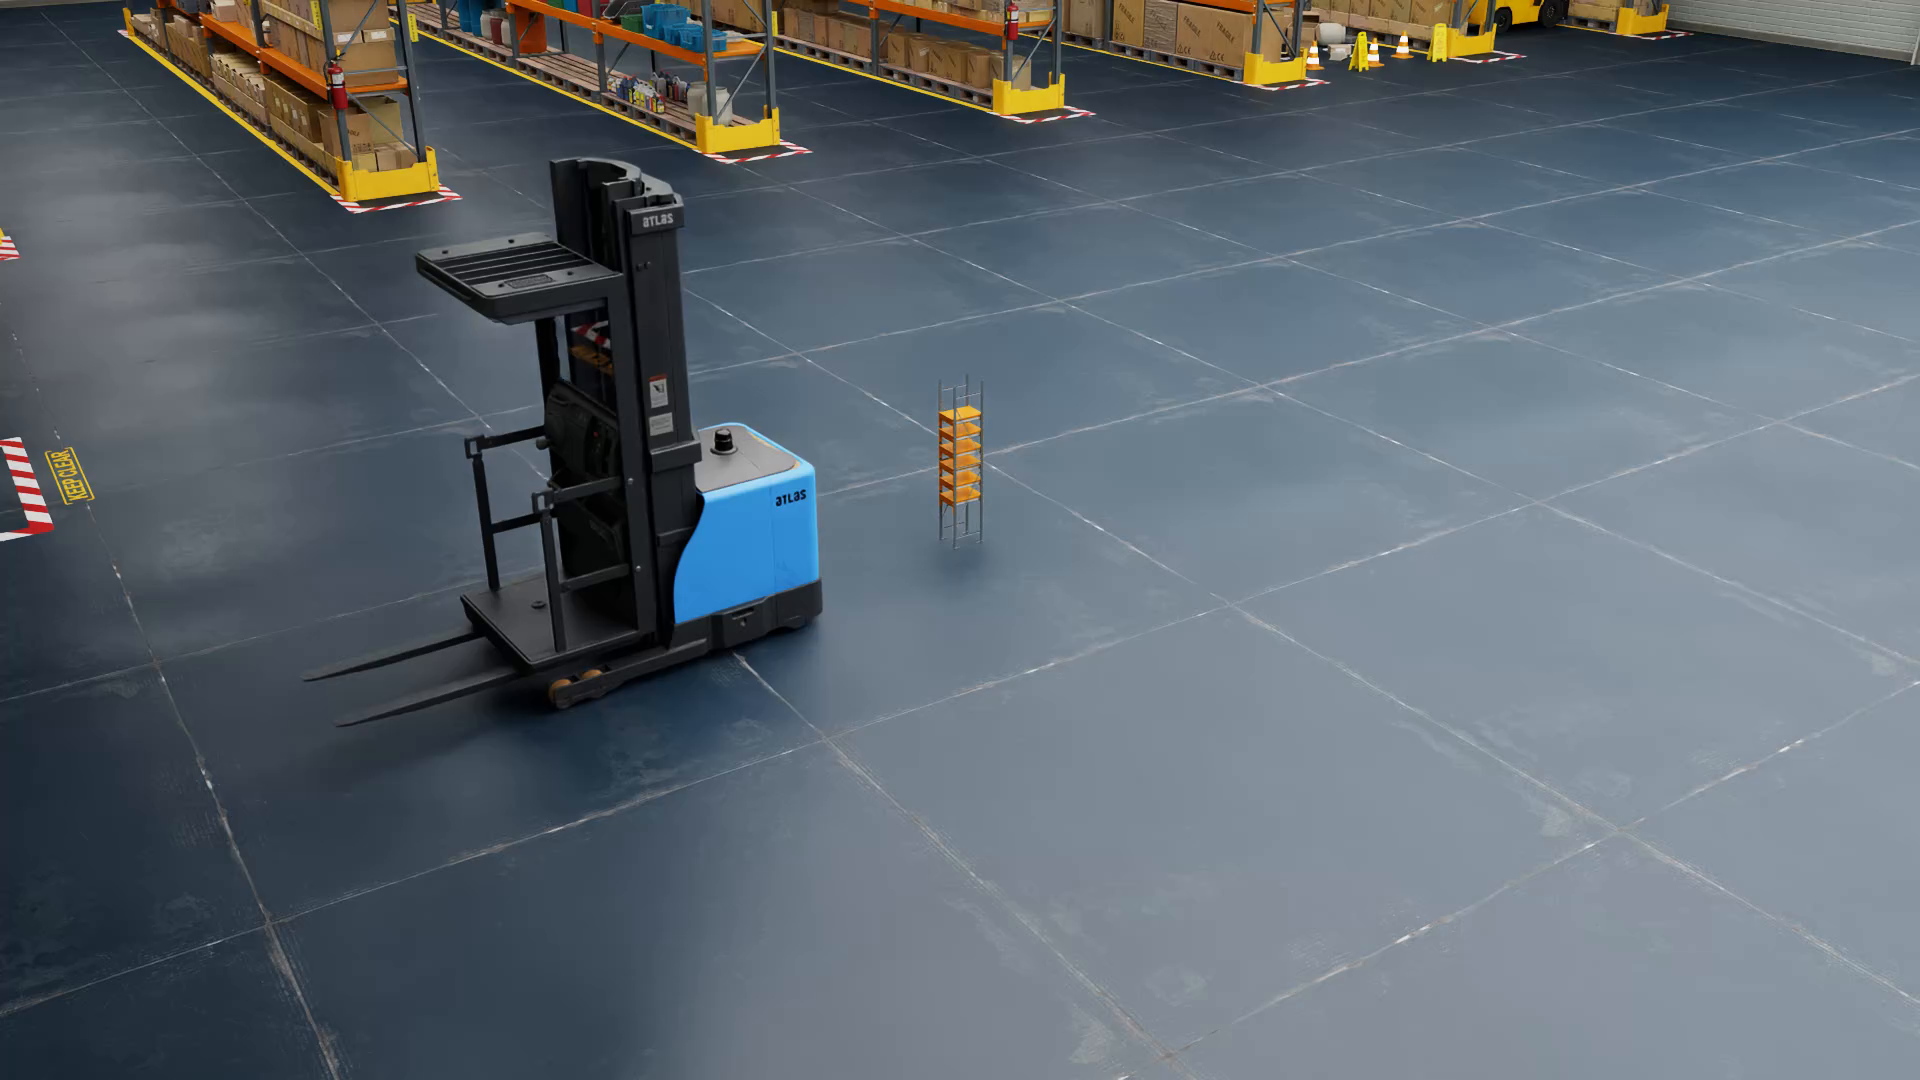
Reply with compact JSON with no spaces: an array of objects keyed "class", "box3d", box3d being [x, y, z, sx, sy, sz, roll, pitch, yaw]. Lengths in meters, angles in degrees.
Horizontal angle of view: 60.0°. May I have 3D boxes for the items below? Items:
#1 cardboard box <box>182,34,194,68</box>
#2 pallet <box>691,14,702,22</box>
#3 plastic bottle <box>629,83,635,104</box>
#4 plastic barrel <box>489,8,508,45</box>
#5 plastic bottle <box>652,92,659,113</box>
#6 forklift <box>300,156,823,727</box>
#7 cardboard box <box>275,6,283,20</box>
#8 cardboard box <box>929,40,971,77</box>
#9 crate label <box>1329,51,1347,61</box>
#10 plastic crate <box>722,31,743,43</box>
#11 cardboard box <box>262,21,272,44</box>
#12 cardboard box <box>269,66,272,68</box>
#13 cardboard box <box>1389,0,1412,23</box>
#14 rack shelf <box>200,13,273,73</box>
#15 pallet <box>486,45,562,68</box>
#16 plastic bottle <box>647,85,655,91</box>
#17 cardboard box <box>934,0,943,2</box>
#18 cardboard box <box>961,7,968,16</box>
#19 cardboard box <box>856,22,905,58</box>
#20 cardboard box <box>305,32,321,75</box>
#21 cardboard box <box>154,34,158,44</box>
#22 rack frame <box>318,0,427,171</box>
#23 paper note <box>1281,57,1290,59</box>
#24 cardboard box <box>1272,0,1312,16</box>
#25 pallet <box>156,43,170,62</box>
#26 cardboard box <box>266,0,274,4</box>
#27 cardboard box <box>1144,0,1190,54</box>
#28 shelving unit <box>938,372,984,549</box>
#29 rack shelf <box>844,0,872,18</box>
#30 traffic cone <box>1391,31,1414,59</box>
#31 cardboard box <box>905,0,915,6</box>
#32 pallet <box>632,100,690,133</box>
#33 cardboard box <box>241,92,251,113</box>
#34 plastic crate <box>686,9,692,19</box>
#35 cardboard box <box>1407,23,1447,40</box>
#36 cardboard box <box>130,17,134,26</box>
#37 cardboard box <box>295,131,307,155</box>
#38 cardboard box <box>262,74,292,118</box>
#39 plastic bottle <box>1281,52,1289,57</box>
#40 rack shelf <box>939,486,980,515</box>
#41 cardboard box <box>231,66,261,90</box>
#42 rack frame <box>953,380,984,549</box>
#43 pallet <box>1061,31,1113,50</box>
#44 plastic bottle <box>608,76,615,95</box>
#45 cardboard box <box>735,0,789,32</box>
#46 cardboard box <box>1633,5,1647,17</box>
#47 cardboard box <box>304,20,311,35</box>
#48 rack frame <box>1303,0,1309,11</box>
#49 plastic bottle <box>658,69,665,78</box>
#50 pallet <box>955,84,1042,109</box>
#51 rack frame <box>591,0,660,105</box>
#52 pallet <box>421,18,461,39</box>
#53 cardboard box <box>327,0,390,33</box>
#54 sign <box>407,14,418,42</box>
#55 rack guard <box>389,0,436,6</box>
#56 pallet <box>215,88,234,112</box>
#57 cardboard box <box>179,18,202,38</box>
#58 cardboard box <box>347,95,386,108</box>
[{"class":"cardboard box","box3d":[-12.838,-8.316,28.228,0.500,0.500,0.500,-17,30,-31]},{"class":"pallet","box3d":[-4.954,-10.815,34.375,1.003,0.211,1.213,-16,29,-30]},{"class":"plastic bottle","box3d":[-4.970,-6.768,25.201,0.061,0.283,0.133,-14,29,-27]},{"class":"plastic barrel","box3d":[-8.303,-9.424,30.494,0.600,0.588,0.708,-16,29,-30]},{"class":"plastic bottle","box3d":[-4.487,-6.451,24.530,0.061,0.283,0.133,-15,29,-28]},{"class":"forklift","box3d":[-2.364,-0.604,9.559,3.031,2.935,1.130,-17,30,-32]},{"class":"cardboard box","box3d":[-8.965,-7.088,22.336,0.380,0.149,0.250,-16,30,-30]},{"class":"cardboard box","box3d":[-0.163,-7.973,27.525,0.500,0.500,0.500,-19,31,-34]},{"class":"crate label","box3d":[6.874,-8.797,30.186,0.298,0.136,0.250,12,28,24]},{"class":"plastic crate","box3d":[-3.257,-7.164,23.683,0.298,0.136,0.250,-16,29,-30]},{"class":"cardboard box","box3d":[-9.679,-7.264,23.761,0.500,0.250,0.500,-14,28,-26]},{"class":"cardboard box","box3d":[-10.502,-7.301,25.737,0.500,0.311,0.500,-16,30,-30]},{"class":"cardboard box","box3d":[8.472,-10.049,31.336,0.500,0.500,0.500,-14,29,-28]},{"class":"rack shelf","box3d":[-10.465,-7.556,25.047,1.077,0.370,4.000,-16,29,-30]},{"class":"pallet","box3d":[-7.870,-8.761,30.023,1.003,0.211,1.213,-16,29,-30]},{"class":"plastic bottle","box3d":[-4.683,-6.725,25.119,0.152,0.276,0.135,-16,29,-30]},{"class":"cardboard box","box3d":[-0.038,-8.946,26.685,0.875,0.500,0.500,-16,29,-30]},{"class":"cardboard box","box3d":[0.243,-8.342,26.163,0.380,0.149,0.250,-16,29,-30]},{"class":"cardboard box","box3d":[-1.389,-8.766,29.181,0.700,0.500,0.500,-18,31,-33]},{"class":"cardboard box","box3d":[-7.991,-6.316,21.461,0.700,0.500,0.500,-15,29,-29]},{"class":"cardboard box","box3d":[-14.544,-9.195,30.500,0.380,0.149,0.250,-16,29,-30]},{"class":"rack frame","box3d":[-7.190,-5.735,20.347,1.000,3.000,0.127,-16,29,-30]},{"class":"paper note","box3d":[5.912,-8.760,30.236,0.144,0.017,0.142,-6,26,-12]},{"class":"cardboard box","box3d":[6.943,-10.971,34.025,0.950,0.372,0.625,-15,29,-29]},{"class":"pallet","box3d":[-14.115,-9.012,30.555,1.003,0.211,1.213,-16,29,-30]},{"class":"cardboard box","box3d":[-9.126,-7.640,22.747,0.700,0.500,0.500,-15,29,-29]},{"class":"cardboard box","box3d":[3.919,-9.259,29.809,0.875,0.875,0.875,-15,29,-29]},{"class":"shelving unit","box3d":[0.008,-0.537,11.445,0.258,1.200,0.189,-16,29,-30]},{"class":"rack shelf","box3d":[-2.163,-9.863,29.934,1.077,0.370,4.000,-16,29,-30]},{"class":"traffic cone","box3d":[8.100,-9.058,30.357,0.336,0.463,0.334,-16,29,-30]},{"class":"cardboard box","box3d":[-0.674,-8.851,27.242,0.380,0.149,0.250,-16,29,-30]},{"class":"pallet","box3d":[-4.219,-6.371,24.961,1.003,0.211,1.213,-16,29,-30]},{"class":"cardboard box","box3d":[-10.397,-6.557,24.818,0.500,0.250,0.500,-15,29,-28]},{"class":"plastic crate","box3d":[-4.390,-7.919,25.148,0.499,0.251,0.616,-16,29,-30]},{"class":"cardboard box","box3d":[8.736,-9.533,31.122,0.500,0.250,0.500,-16,29,-30]},{"class":"cardboard box","box3d":[-15.984,-10.138,32.498,0.380,0.149,0.250,-16,29,-30]},{"class":"cardboard box","box3d":[-8.559,-5.338,22.236,0.500,0.250,0.500,-16,29,-30]},{"class":"cardboard box","box3d":[-9.383,-6.213,23.209,0.500,0.500,0.500,-16,29,-30]},{"class":"plastic bottle","box3d":[5.882,-8.923,30.543,0.283,0.061,0.133,18,31,33]},{"class":"rack shelf","box3d":[0.008,-0.280,11.567,0.258,0.103,0.180,-16,29,-30]},{"class":"cardboard box","box3d":[-10.666,-6.988,25.074,0.500,0.311,0.500,-16,30,-30]},{"class":"rack frame","box3d":[0.058,-0.505,11.376,0.240,1.200,0.006,-16,29,-30]},{"class":"pallet","box3d":[2.655,-9.590,31.780,1.003,0.211,1.213,-16,29,-30]},{"class":"plastic bottle","box3d":[-5.415,-7.068,25.851,0.097,0.271,0.097,0,25,0]},{"class":"cardboard box","box3d":[-3.614,-10.384,32.193,1.225,0.875,0.875,-17,30,-32]},{"class":"cardboard box","box3d":[13.468,-10.678,33.546,0.500,0.250,0.500,-15,29,-29]},{"class":"cardboard box","box3d":[-8.121,-6.535,21.165,0.380,0.149,0.250,-15,29,-28]},{"class":"rack frame","box3d":[7.232,-11.782,33.158,1.000,3.000,0.127,-16,29,-30]},{"class":"plastic bottle","box3d":[-4.628,-7.157,25.946,0.144,0.351,0.185,-16,30,-31]},{"class":"pallet","box3d":[0.657,-7.107,26.521,1.003,0.211,1.213,-16,29,-30]},{"class":"rack frame","box3d":[-5.221,-8.319,25.820,1.000,3.000,0.127,-16,29,-30]},{"class":"pallet","box3d":[-10.022,-10.173,33.015,1.003,0.211,1.213,-16,29,-30]},{"class":"cardboard box","box3d":[-7.463,-6.556,20.449,0.700,0.500,0.500,-15,29,-29]},{"class":"sign","box3d":[-6.722,-6.290,20.415,0.100,0.325,0.005,-16,29,-30]},{"class":"rack guard","box3d":[-11.796,-11.486,35.458,1.175,0.500,0.348,-16,29,-30]},{"class":"pallet","box3d":[-11.140,-7.032,26.361,1.003,0.211,1.213,-16,29,-30]},{"class":"cardboard box","box3d":[-12.861,-8.668,28.095,0.500,0.250,0.500,-16,30,-31]},{"class":"cardboard box","box3d":[-7.854,-5.619,21.951,0.500,0.500,0.500,-16,29,-30]}]
